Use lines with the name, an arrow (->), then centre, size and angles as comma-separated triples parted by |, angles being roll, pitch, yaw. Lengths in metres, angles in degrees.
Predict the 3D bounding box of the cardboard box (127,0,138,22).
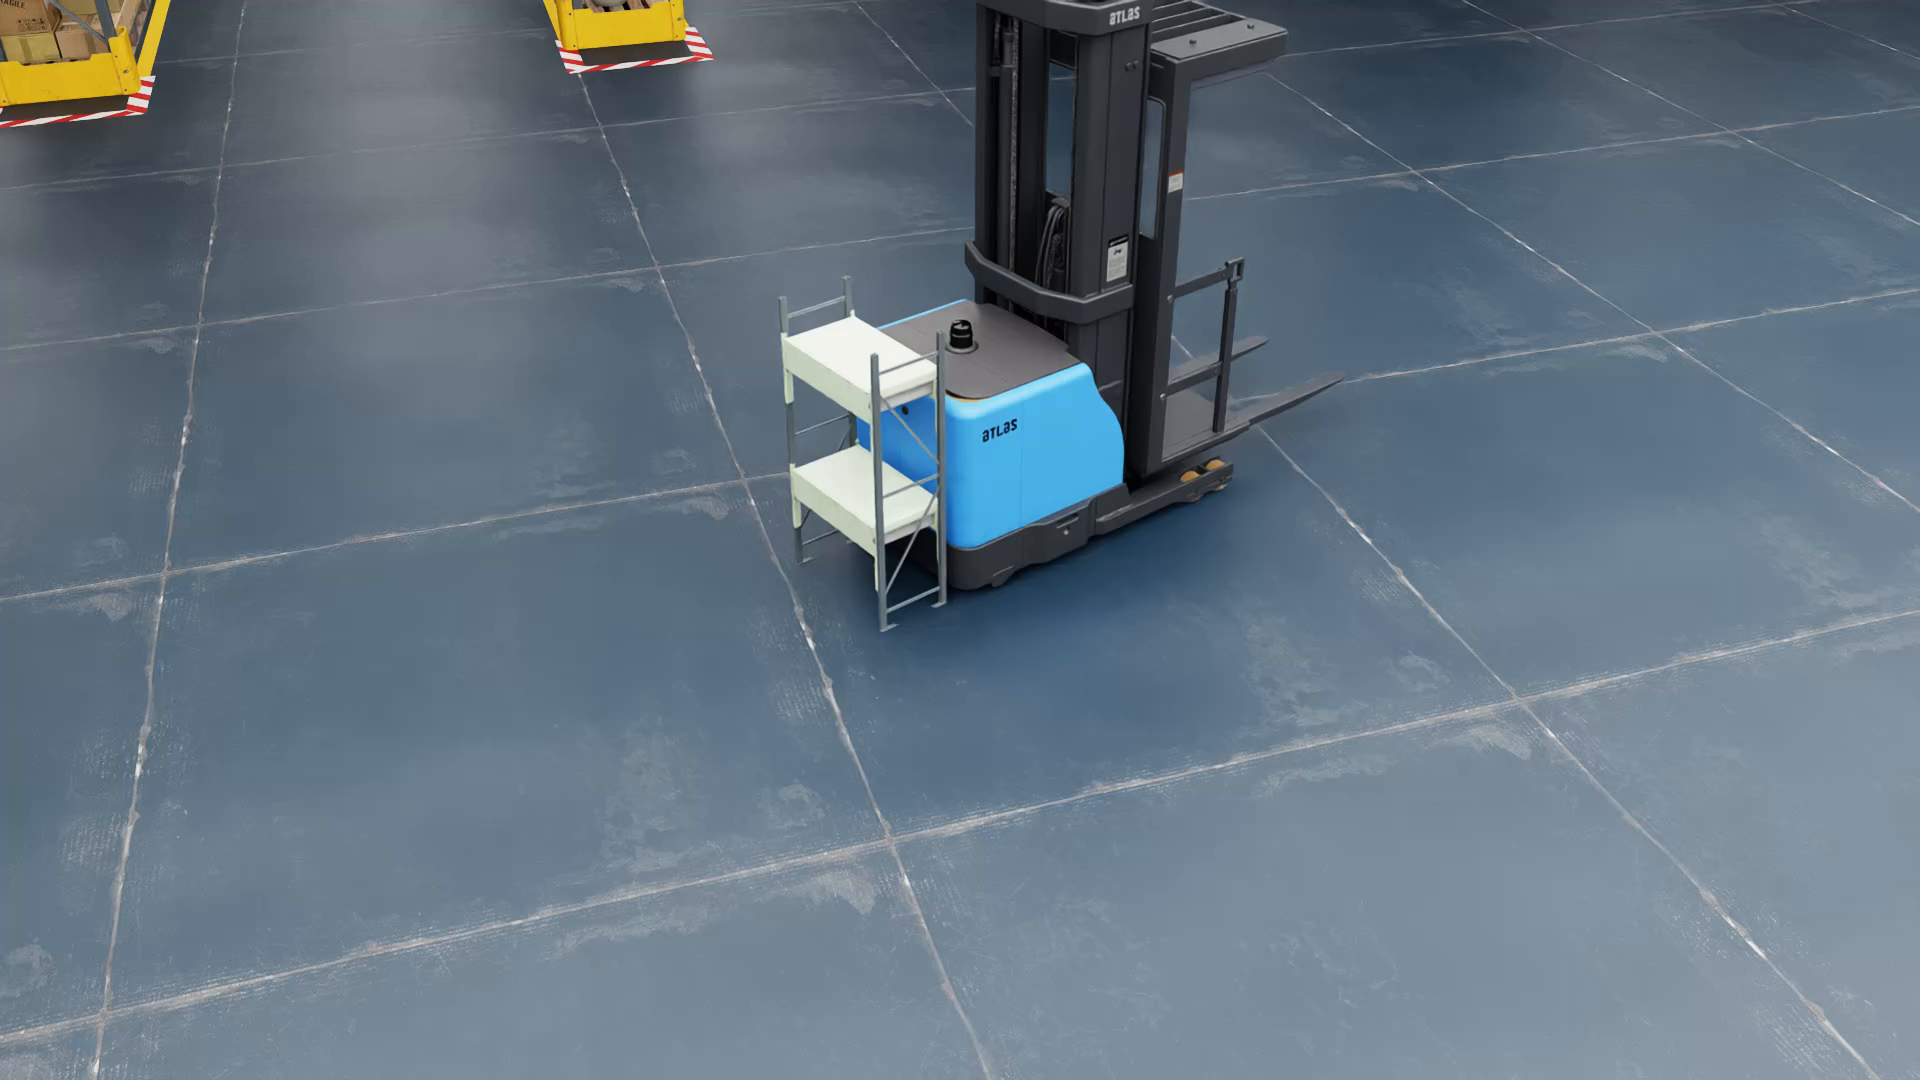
cardboard box -> -8.157, -5.085, 15.838 | 0.500, 0.250, 0.500 | -10, 35, -15

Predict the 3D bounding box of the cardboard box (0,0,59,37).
cardboard box -> -8.344, -4.786, 14.706 | 0.500, 0.500, 0.500 | -10, 35, -15

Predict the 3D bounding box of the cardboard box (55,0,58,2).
cardboard box -> -8.663, -5.309, 15.496 | 0.500, 0.500, 0.500 | -10, 35, -15

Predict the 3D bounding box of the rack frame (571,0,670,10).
rack frame -> -3.179, -6.045, 15.177 | 1.000, 3.000, 0.127 | -10, 35, -15

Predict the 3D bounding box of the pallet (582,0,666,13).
pallet -> -3.489, -5.341, 16.641 | 1.003, 0.211, 1.213 | -10, 35, -15

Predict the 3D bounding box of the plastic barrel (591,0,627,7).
plastic barrel -> -3.452, -5.515, 16.251 | 0.421, 0.512, 0.421 | 0, 33, 0

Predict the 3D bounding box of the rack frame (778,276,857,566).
rack frame -> -0.684, -0.565, 8.244 | 0.400, 1.500, 0.023 | -24, 40, -31

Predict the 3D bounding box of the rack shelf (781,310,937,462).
rack shelf -> -0.457, -0.732, 7.789 | 0.431, 0.370, 0.720 | -24, 40, -31

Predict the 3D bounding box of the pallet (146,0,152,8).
pallet -> -8.914, -5.726, 17.224 | 1.003, 0.211, 1.213 | -10, 35, -15

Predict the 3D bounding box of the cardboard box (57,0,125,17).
cardboard box -> -8.003, -5.136, 15.235 | 0.500, 0.500, 0.500 | -10, 35, -15

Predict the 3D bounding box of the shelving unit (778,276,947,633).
shelving unit -> -0.457, -0.406, 8.004 | 0.431, 1.500, 0.755 | -24, 40, -31

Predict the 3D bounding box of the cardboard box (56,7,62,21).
cardboard box -> -8.506, -4.734, 15.307 | 0.500, 0.250, 0.500 | -10, 35, -15

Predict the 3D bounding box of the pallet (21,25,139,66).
pallet -> -8.170, -4.445, 15.285 | 1.003, 0.211, 1.213 | -10, 35, -15

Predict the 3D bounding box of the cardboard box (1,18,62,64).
cardboard box -> -8.342, -4.474, 14.913 | 0.500, 0.250, 0.500 | -10, 35, -15

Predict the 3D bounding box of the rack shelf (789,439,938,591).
rack shelf -> -0.457, -0.134, 8.184 | 0.431, 0.370, 0.720 | -24, 40, -31

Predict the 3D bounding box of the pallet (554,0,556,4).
pallet -> -3.858, -5.980, 17.609 | 1.003, 0.211, 1.213 | -10, 35, -15

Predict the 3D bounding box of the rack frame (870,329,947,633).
rack frame -> -0.231, -0.248, 7.765 | 0.400, 1.500, 0.023 | -24, 40, -31

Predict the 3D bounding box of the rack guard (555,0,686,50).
rack guard -> -3.246, -5.034, 15.915 | 1.175, 0.500, 0.348 | -10, 35, -15

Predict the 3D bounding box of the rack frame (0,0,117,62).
rack frame -> -7.897, -5.214, 13.920 | 1.000, 3.000, 0.127 | -10, 35, -15

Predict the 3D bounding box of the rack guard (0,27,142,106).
rack guard -> -7.890, -4.159, 14.590 | 1.175, 0.500, 0.348 | -10, 35, -15

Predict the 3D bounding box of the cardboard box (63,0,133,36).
cardboard box -> -8.005, -4.823, 15.441 | 0.500, 0.250, 0.500 | -10, 35, -15

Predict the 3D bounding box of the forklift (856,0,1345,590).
forklift -> 0.881, -1.635, 8.566 | 3.031, 2.935, 1.130 | -24, 40, -31

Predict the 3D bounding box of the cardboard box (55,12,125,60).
cardboard box -> -7.849, -4.561, 15.045 | 0.500, 0.250, 0.500 | -10, 35, -15

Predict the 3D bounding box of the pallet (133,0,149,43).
pallet -> -8.539, -5.085, 16.253 | 1.003, 0.211, 1.213 | -10, 35, -15

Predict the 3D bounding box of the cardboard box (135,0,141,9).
cardboard box -> -8.305, -5.349, 16.237 | 0.500, 0.250, 0.500 | -10, 35, -15
